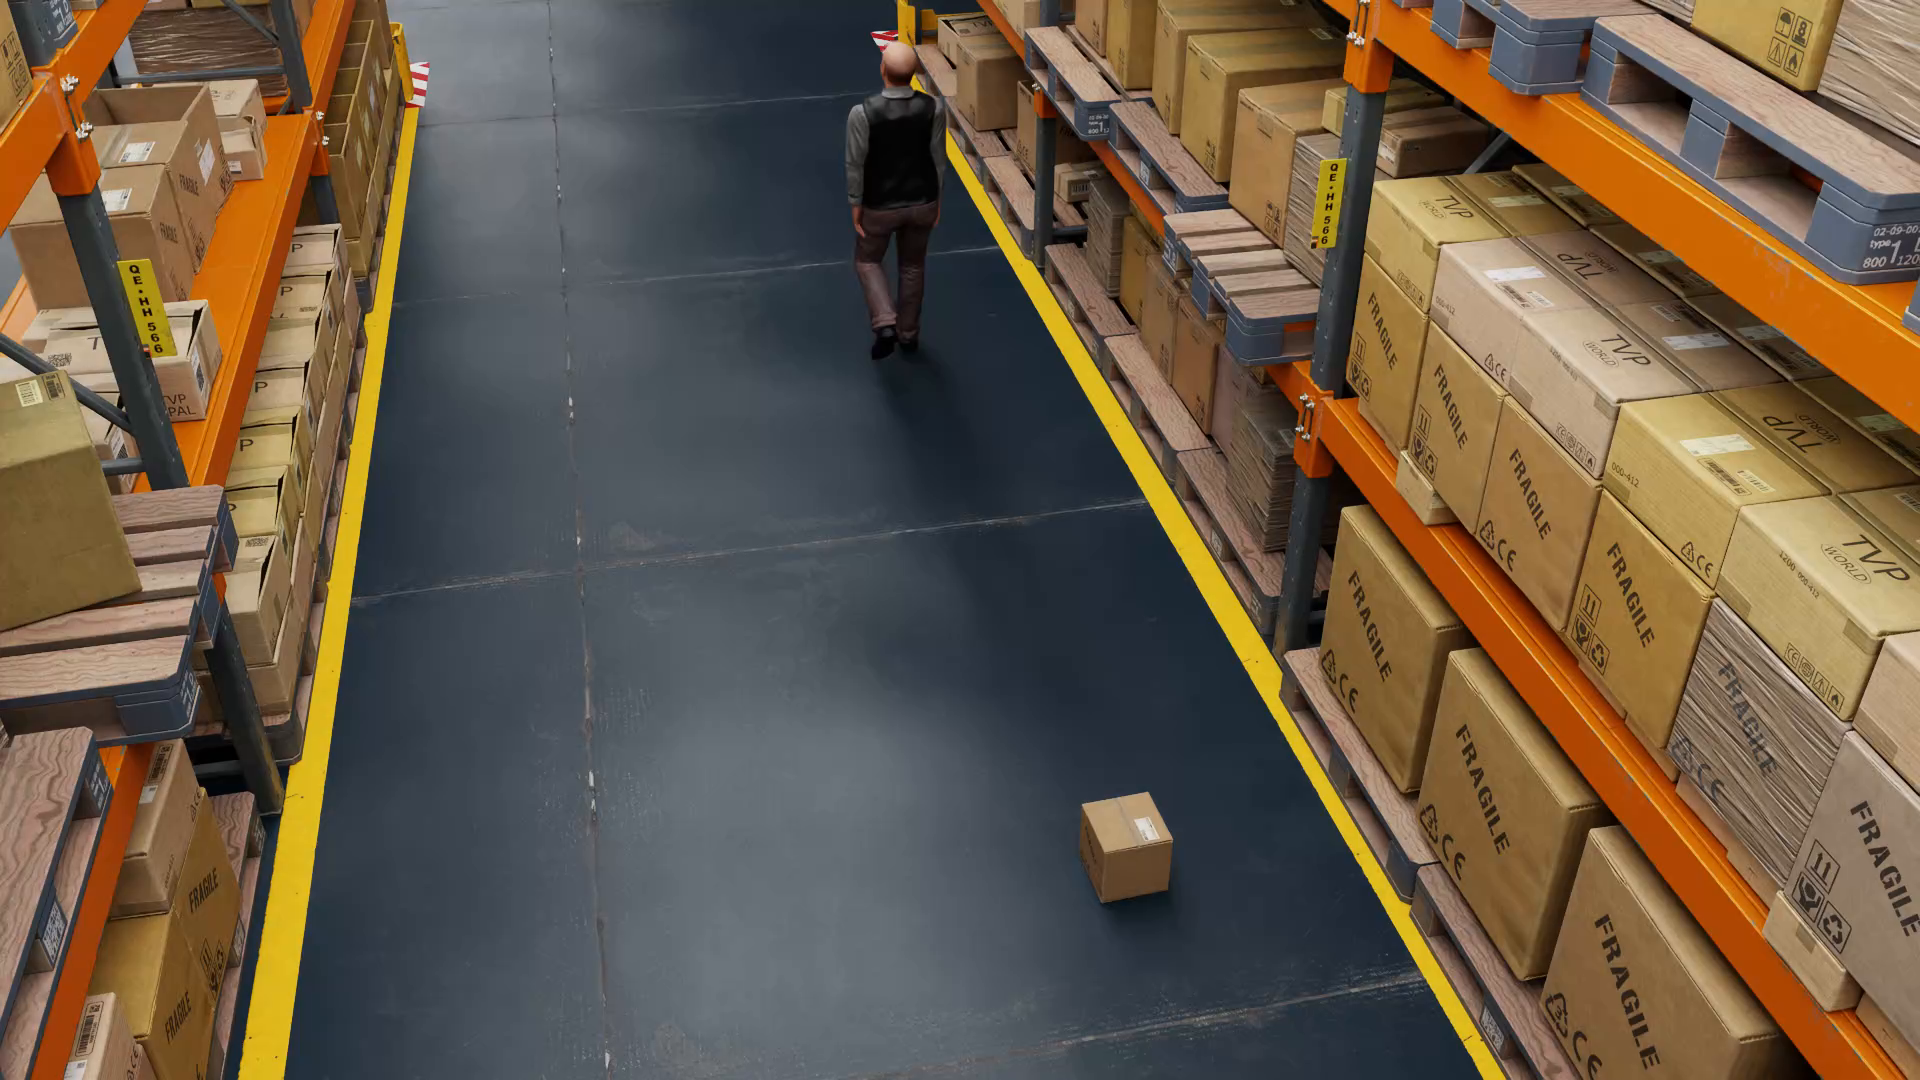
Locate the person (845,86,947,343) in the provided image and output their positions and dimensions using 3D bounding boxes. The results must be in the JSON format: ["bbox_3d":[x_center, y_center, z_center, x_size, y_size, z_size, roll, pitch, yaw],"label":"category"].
[{"bbox_3d":[-0.328,-1.684,8.747,0.538,1.456,0.477,-7,35,-10],"label":"person"}]
